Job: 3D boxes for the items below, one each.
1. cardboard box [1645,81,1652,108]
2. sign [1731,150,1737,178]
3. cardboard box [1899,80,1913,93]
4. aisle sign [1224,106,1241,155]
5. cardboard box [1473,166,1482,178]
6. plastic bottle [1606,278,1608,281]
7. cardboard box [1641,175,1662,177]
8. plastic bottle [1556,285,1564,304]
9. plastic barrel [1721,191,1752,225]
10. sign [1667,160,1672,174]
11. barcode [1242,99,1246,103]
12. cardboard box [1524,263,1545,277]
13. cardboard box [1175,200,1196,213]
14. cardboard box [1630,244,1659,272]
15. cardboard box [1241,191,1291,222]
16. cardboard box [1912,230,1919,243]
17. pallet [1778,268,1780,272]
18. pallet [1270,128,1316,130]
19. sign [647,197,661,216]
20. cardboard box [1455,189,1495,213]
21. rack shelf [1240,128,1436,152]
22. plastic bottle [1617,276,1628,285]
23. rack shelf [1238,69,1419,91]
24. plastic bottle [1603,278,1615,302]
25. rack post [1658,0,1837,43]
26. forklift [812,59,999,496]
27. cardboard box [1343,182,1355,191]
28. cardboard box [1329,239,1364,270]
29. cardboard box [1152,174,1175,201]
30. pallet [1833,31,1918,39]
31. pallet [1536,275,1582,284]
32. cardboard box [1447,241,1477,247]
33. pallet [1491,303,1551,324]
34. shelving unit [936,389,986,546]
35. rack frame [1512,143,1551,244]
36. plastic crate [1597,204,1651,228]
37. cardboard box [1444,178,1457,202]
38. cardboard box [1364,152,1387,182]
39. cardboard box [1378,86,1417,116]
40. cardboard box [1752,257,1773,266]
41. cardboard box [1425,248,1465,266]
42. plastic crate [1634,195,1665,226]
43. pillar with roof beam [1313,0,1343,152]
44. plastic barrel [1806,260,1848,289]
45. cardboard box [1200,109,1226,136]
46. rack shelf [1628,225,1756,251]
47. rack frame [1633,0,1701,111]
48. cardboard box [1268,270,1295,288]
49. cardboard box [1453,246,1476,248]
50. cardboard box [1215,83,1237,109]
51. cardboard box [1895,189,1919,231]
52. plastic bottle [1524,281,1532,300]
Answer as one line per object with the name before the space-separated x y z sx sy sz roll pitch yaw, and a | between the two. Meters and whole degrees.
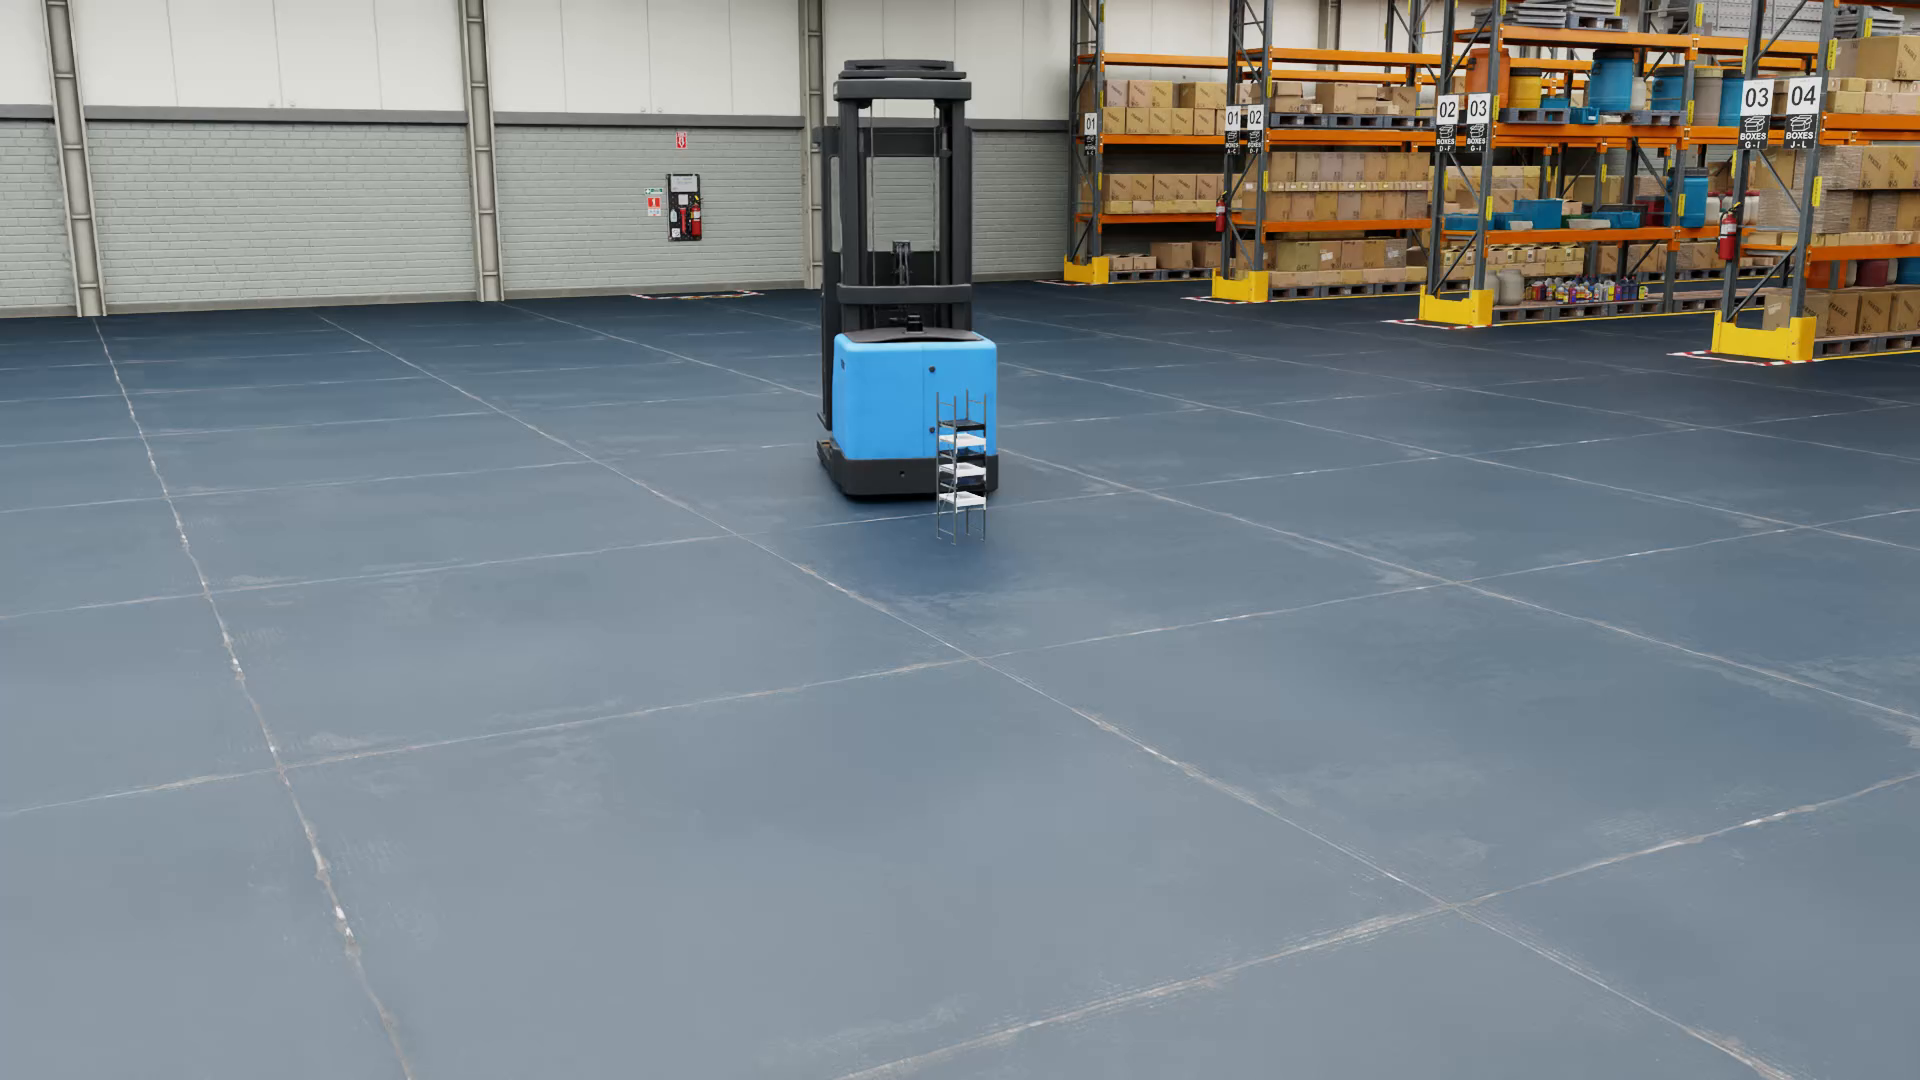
cardboard box | 13.087 -8.568 32.011 0.500 0.500 0.500 -7 14 -28
sign | 9.279 -4.493 19.884 0.005 0.325 0.100 -7 14 -28
cardboard box | 11.038 -5.364 19.714 0.250 0.149 0.380 -8 15 -30
aisle sign | 4.586 -6.892 27.981 0.004 0.787 0.394 -7 14 -28
cardboard box | 11.305 -8.103 36.622 0.500 0.250 0.500 -7 15 -29
plastic bottle | 10.176 -3.975 26.150 0.097 0.271 0.097 0 13 0
cardboard box | 16.008 -8.302 39.486 0.700 0.700 0.980 -6 14 -25
plastic bottle | 8.895 -3.633 24.635 0.097 0.271 0.097 0 13 0
plastic barrel | 12.254 -5.242 26.260 0.433 0.535 0.433 0 13 0
sign | 16.699 -8.786 39.141 0.005 0.325 0.100 -7 14 -28
barcode | 4.818 -7.445 28.207 0.075 0.075 0.001 -7 14 -28
cardboard box | 10.568 -5.070 31.110 0.500 0.250 0.500 -6 14 -27
cardboard box | 4.332 -6.618 32.979 0.500 0.250 0.500 -7 14 -27
cardboard box | 13.242 -5.512 32.460 0.500 0.500 0.500 -7 14 -29
cardboard box | 5.200 -5.670 28.242 0.500 0.500 0.700 -7 14 -28
cardboard box | 11.667 -3.729 20.418 0.250 0.149 0.380 -7 14 -28
pallet | 18.062 -5.805 35.422 1.213 0.211 1.003 -7 14 -28
pallet | 6.511 -8.365 34.045 1.003 0.211 1.213 -7 14 -28
sign | -5.381 -5.864 29.253 0.234 0.329 0.001 -7 14 -28
cardboard box | 9.439 -6.177 30.496 0.500 0.500 0.500 -6 14 -24
rack shelf | 6.540 -6.897 28.731 4.000 0.370 1.077 -7 14 -28
plastic bottle | 10.169 -3.867 25.491 0.185 0.351 0.144 -7 14 -28
rack shelf | 7.674 -9.540 34.555 4.000 0.370 1.077 -7 14 -28
plastic bottle | 9.786 -3.785 25.126 0.185 0.351 0.144 -7 14 -28
rack post | 12.352 -8.288 25.986 3.121 1.000 1.013 -7 14 -28
forklift | -0.497 -2.003 12.332 1.130 2.935 3.031 -2 13 -10
cardboard box | 6.581 -6.101 28.681 0.250 0.149 0.380 -7 14 -27
cardboard box | 6.679 -4.974 28.979 0.500 0.500 0.500 -7 14 -28
cardboard box | 3.866 -6.926 32.643 0.500 0.500 0.500 -7 15 -30
pallet | 14.824 -8.170 27.259 1.003 0.211 1.213 -7 14 -28
pallet | 11.065 -4.976 31.740 1.213 0.211 1.003 -7 14 -28
cardboard box | 10.910 -6.669 36.851 0.750 0.750 0.750 -7 14 -28
pallet | 7.914 -3.360 24.560 1.213 0.211 1.003 -7 14 -28
shelving unit | 0.007 -0.440 10.014 0.210 0.900 0.258 -7 14 -28
rack frame | 12.940 -7.791 37.896 0.127 3.000 1.000 -7 14 -28
plastic crate | 10.145 -4.979 25.543 0.504 0.338 0.767 -7 14 -28
cardboard box | 10.442 -7.629 36.225 0.500 0.500 0.500 -6 14 -26
cardboard box | 7.026 -6.523 29.079 0.500 0.500 0.700 -7 14 -28
cardboard box | 7.727 -7.778 29.504 0.500 0.500 0.500 -6 14 -23
cardboard box | 16.544 -5.764 34.342 0.250 0.166 0.380 -7 14 -28
cardboard box | 8.777 -5.127 30.090 0.500 0.311 0.500 -7 14 -28
plastic crate | 10.944 -5.181 26.154 0.583 0.464 0.402 -7 14 -28
pillar with roof beam | 9.936 -9.497 31.814 0.400 9.000 9.100 -7 14 -28
plastic barrel | 14.597 -4.662 27.978 0.708 0.830 0.600 -7 14 -28
cardboard box | 5.144 -8.320 33.140 0.500 0.500 0.500 -8 15 -33
rack shelf | 12.421 -4.899 26.686 4.000 0.370 1.077 -7 14 -28
rack frame | 10.665 -7.967 25.014 0.127 3.000 1.000 -7 14 -28
cardboard box | 5.362 -4.451 28.362 0.500 0.250 0.500 -7 14 -28
cardboard box | 9.406 -5.338 31.025 0.500 0.311 0.500 -7 14 -28
cardboard box | 5.130 -8.794 32.971 0.500 0.500 0.500 -6 14 -25
cardboard box | 11.309 -4.082 20.508 0.500 0.500 0.875 -7 14 -28
plastic bottle | 8.650 -3.802 25.357 0.133 0.283 0.061 -6 14 -26
